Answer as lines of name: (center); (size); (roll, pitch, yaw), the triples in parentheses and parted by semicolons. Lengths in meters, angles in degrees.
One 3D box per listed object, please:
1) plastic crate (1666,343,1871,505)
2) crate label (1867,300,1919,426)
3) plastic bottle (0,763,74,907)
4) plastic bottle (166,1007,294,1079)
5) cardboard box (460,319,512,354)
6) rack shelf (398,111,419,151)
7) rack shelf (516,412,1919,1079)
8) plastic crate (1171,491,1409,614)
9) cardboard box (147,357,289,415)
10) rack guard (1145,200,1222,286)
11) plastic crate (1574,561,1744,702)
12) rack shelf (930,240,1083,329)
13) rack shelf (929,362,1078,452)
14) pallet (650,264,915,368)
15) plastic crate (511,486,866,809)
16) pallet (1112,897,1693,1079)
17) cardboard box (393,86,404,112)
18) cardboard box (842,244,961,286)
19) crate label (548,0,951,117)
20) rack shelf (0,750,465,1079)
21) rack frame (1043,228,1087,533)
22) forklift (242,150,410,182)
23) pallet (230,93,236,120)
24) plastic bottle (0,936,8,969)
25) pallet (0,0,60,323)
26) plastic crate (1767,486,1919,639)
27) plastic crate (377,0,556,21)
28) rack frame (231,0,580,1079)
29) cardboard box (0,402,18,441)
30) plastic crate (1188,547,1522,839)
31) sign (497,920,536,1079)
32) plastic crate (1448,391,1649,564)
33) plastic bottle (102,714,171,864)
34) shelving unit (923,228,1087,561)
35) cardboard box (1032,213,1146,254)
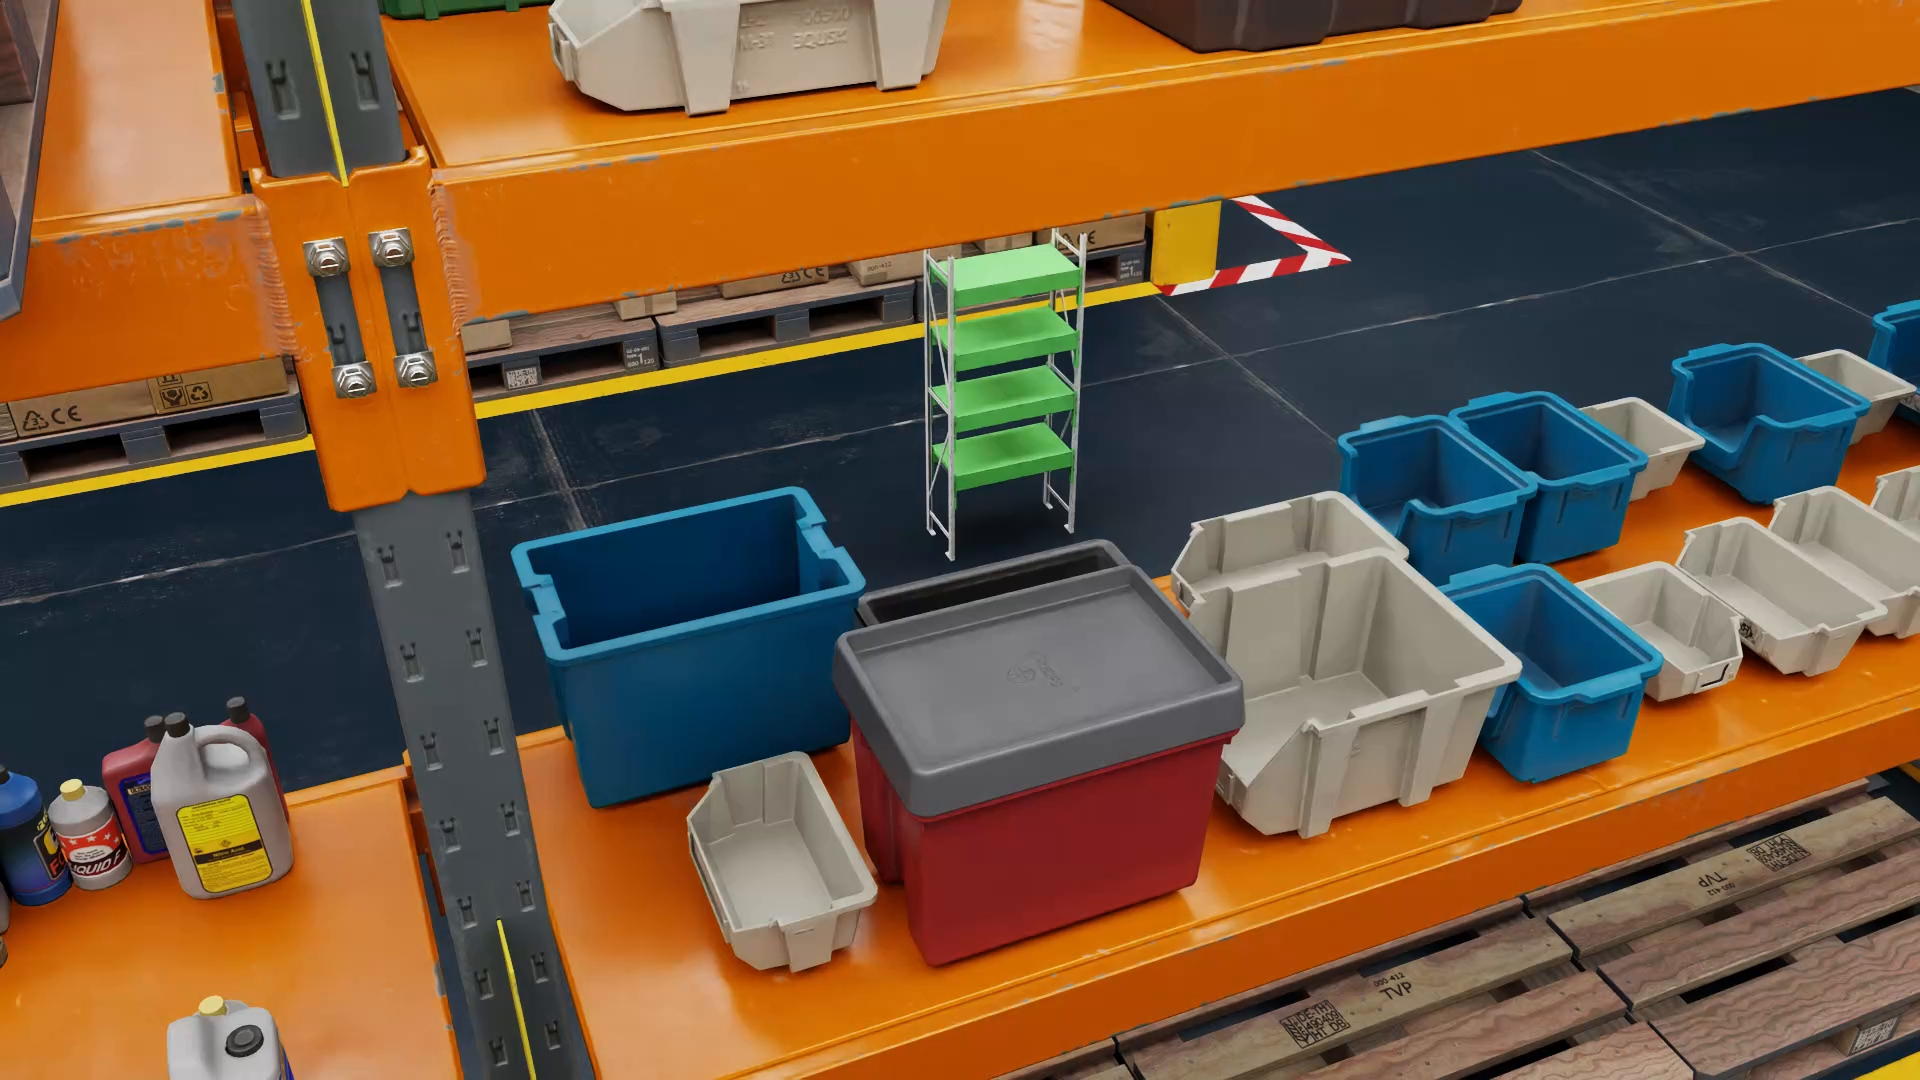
plastic crate: (1.928, -0.276, 4.023); (0.300, 0.233, 0.416); (-13, 35, -19)
crate label: (2.535, -0.415, 4.236); (0.303, 0.233, 0.416); (-13, 35, -19)
plastic bottle: (-1.614, 0.497, 2.854); (0.097, 0.271, 0.097); (0, 33, 0)
plastic bottle: (-1.037, 0.795, 2.391); (0.135, 0.276, 0.152); (-13, 35, -19)
cardboard box: (-2.242, -1.031, 7.146); (0.500, 0.311, 0.500); (-13, 35, -19)
rack shelf: (-0.868, -2.115, 7.409); (4.000, 0.370, 1.077); (-13, 35, -19)
rack shelf: (1.046, 0.377, 3.580); (4.000, 0.370, 1.077); (-13, 35, -19)
plastic crate: (0.691, 0.064, 3.588); (0.466, 0.136, 0.293); (-13, 35, -19)
cardboard box: (-3.056, -0.882, 6.744); (0.500, 0.500, 0.500); (-13, 35, -19)
rack guard: (0.906, -1.775, 8.519); (0.348, 0.500, 1.175); (-13, 35, -19)
plastic crate: (1.422, 0.199, 3.381); (0.250, 0.136, 0.298); (-13, 35, -19)
rack shelf: (0.153, -0.887, 5.750); (0.480, 0.148, 0.258); (-13, 35, -19)
rack shelf: (0.153, -0.484, 6.011); (0.480, 0.148, 0.258); (-13, 35, -19)
pallet: (-0.952, -1.229, 7.946); (1.213, 0.211, 1.003); (-13, 35, -19)
plastic crate: (-0.500, 0.209, 3.138); (0.575, 0.384, 0.392); (-13, 35, -19)
pallet: (0.991, 1.232, 4.163); (1.213, 0.211, 1.003); (-13, 35, -19)
cardboard box: (-2.137, -2.006, 6.492); (0.500, 0.500, 0.500); (-12, 35, -18)
cardboard box: (-0.318, -1.446, 7.840); (0.500, 0.250, 0.500); (-13, 35, -19)
crate label: (-0.235, -0.607, 1.924); (0.466, 0.136, 0.293); (-13, 35, -19)
rack shelf: (-2.642, 1.221, 2.282); (4.000, 0.370, 1.077); (-13, 35, -19)
rack frame: (0.378, -0.589, 6.056); (0.015, 1.200, 0.240); (-13, 35, -19)
forklift: (-2.601, -3.408, 8.801); (3.031, 2.935, 1.130); (-12, 35, -18)
pallet: (-3.491, -1.800, 6.442); (1.213, 0.211, 1.003); (-13, 35, -19)
plastic bottle: (-1.644, 0.623, 2.724); (0.097, 0.201, 0.097); (0, 33, 0)
pallet: (-1.483, -0.466, 1.638); (1.003, 0.211, 1.213); (-13, 35, -19)
plastic crate: (1.935, 0.056, 3.601); (0.243, 0.136, 0.396); (-13, 35, -19)
plastic crate: (-0.525, -0.912, 2.346); (0.662, 0.188, 0.450); (-13, 35, -19)
rack frame: (-0.797, 0.499, 2.732); (0.053, 2.616, 0.949); (-13, 35, -19)
cardboard box: (-3.978, -0.677, 6.428); (0.500, 0.500, 0.500); (-12, 35, -18)
plastic crate: (0.681, 0.292, 3.104); (0.530, 0.282, 0.437); (-13, 35, -19)
sign: (-0.587, 0.659, 2.234); (0.005, 0.325, 0.100); (-13, 35, -19)
plastic crate: (1.321, -0.137, 3.809); (0.300, 0.233, 0.416); (-13, 35, -19)
plastic bottle: (-1.425, 0.438, 2.934); (0.133, 0.283, 0.061); (-13, 35, -19)
shelving unit: (0.153, -0.538, 5.976); (0.503, 1.200, 0.258); (-13, 35, -19)
cardboard box: (0.570, -1.736, 8.057); (0.500, 0.500, 0.500); (-13, 35, -19)
